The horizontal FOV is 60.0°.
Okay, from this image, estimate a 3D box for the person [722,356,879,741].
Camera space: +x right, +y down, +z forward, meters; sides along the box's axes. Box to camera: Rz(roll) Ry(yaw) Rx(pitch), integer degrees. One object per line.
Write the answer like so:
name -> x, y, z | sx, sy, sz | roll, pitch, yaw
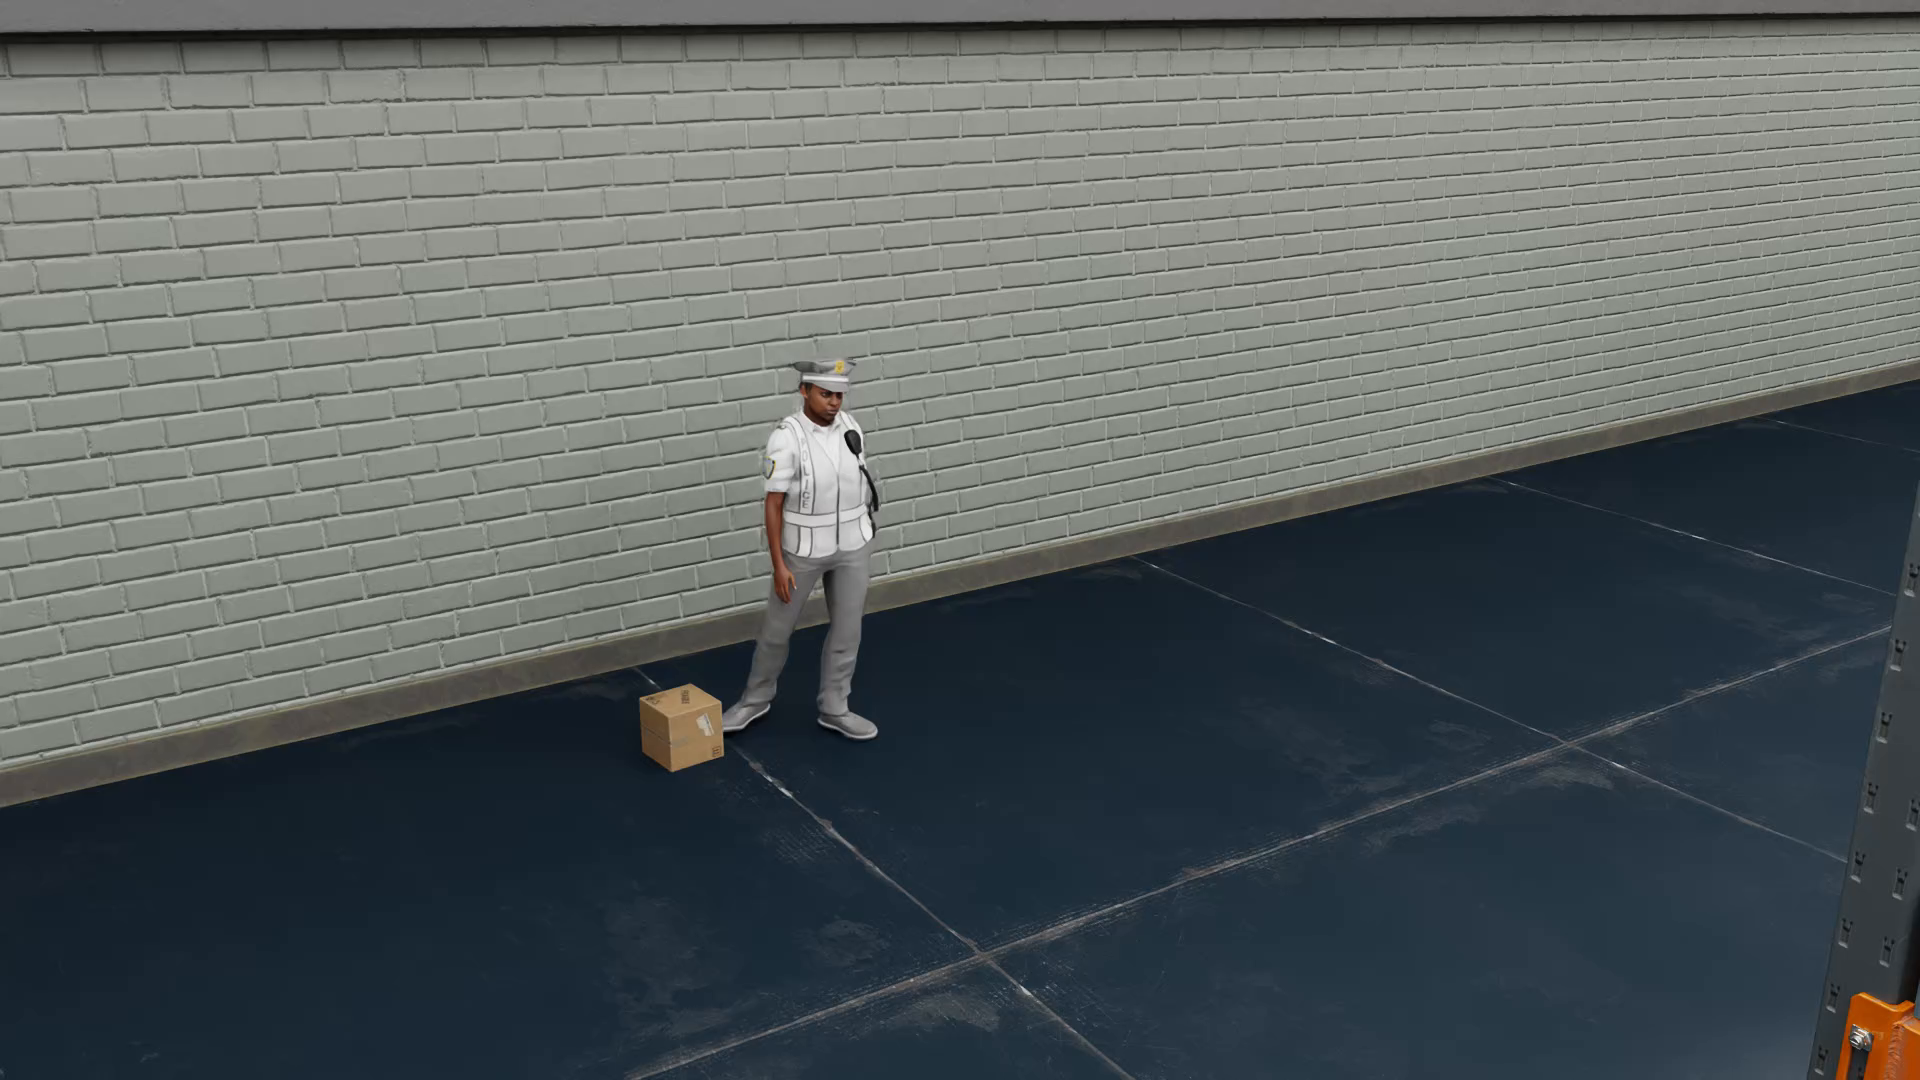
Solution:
person -> -0.694, 0.050, 6.891 | 0.676, 1.670, 0.491 | -9, 20, -26
